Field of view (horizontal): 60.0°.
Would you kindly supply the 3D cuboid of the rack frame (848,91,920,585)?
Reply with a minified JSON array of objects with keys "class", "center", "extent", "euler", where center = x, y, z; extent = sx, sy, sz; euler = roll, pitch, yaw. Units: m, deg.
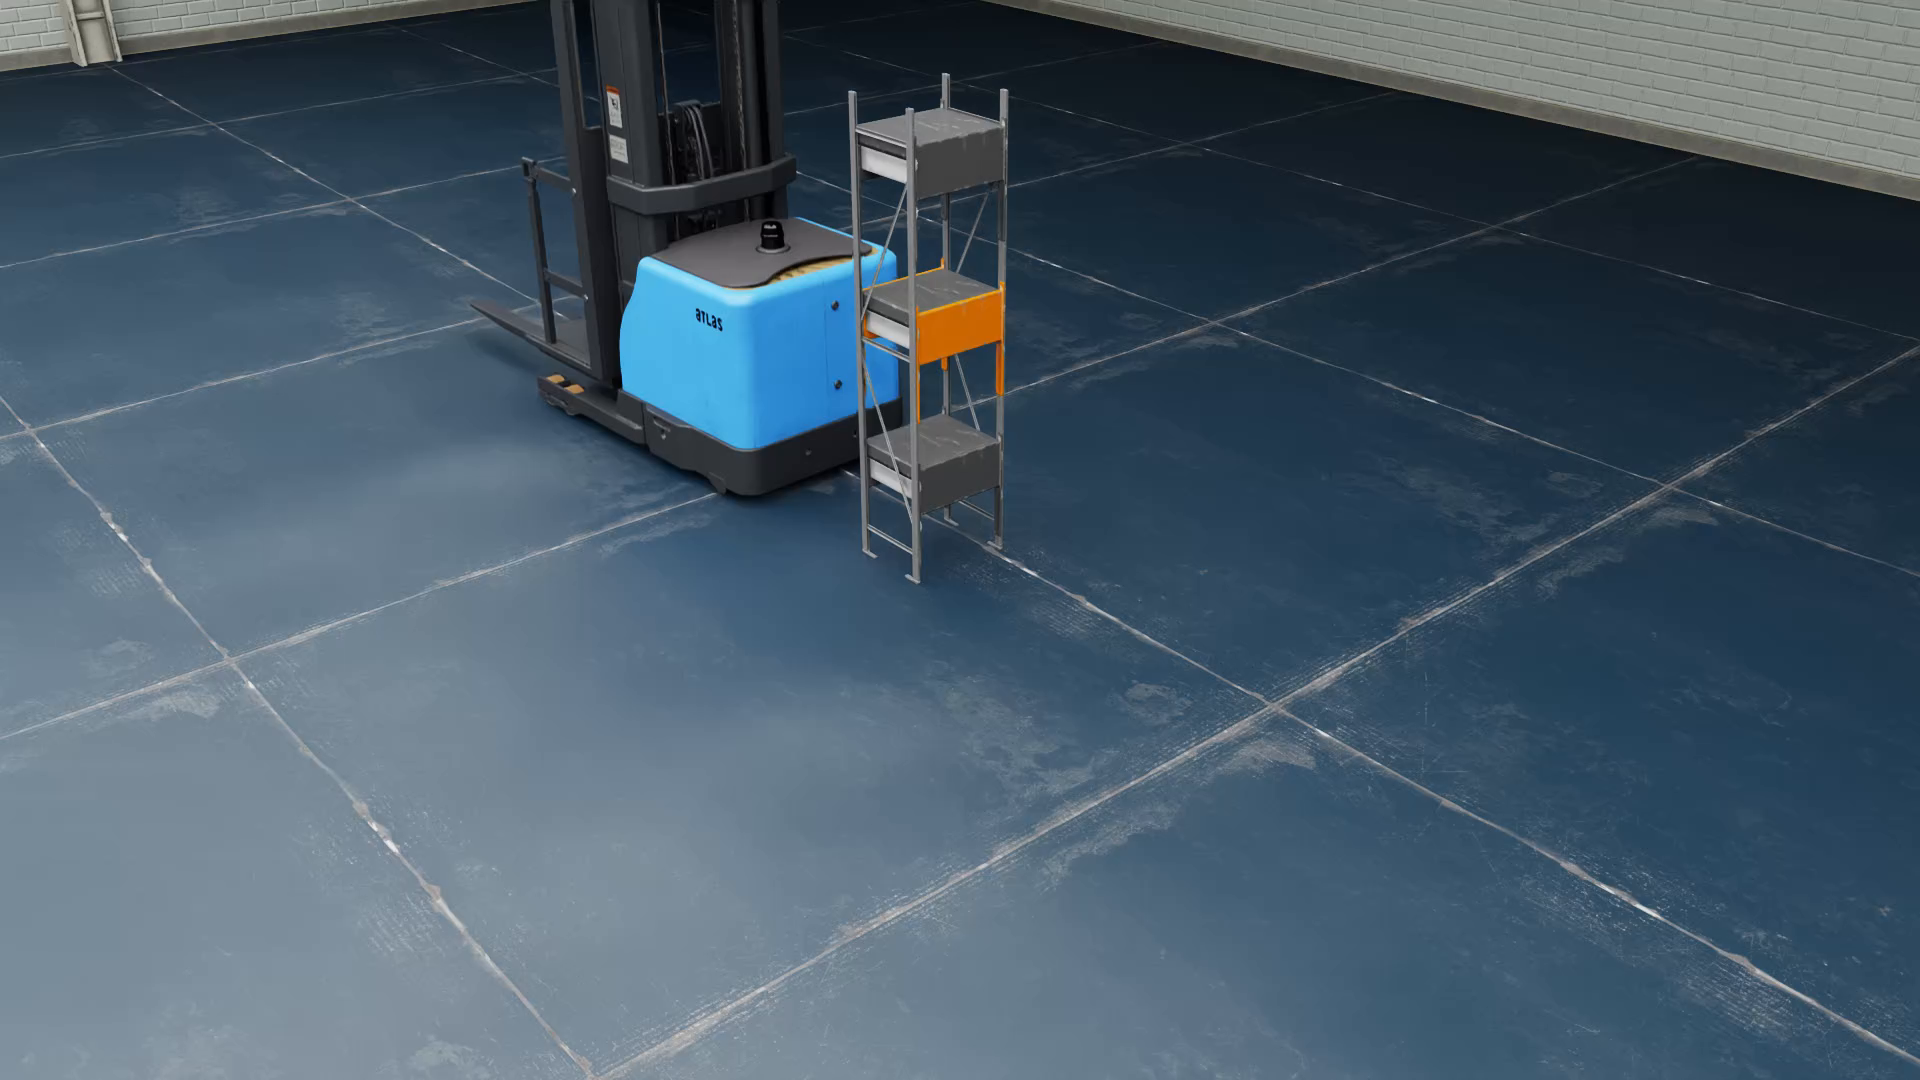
[{"class":"rack frame","center":[-0.312,-0.801,7.021],"extent":[0.015,2.100,0.400],"euler":[-22,35,-35]}]

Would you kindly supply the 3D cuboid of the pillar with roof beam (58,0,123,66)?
[{"class":"pillar with roof beam","center":[-5.920,-7.266,11.800],"extent":[0.400,9.000,9.100],"euler":[-22,35,-35]}]

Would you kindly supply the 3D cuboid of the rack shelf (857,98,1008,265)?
[{"class":"rack shelf","center":[-0.126,-1.481,6.837],"extent":[0.480,0.518,0.431],"euler":[-22,35,-35]}]

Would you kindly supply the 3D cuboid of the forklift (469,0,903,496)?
[{"class":"forklift","center":[-1.666,-2.111,8.590],"extent":[1.130,2.935,3.031],"euler":[-24,36,-37]}]

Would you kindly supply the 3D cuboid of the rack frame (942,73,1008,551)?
[{"class":"rack frame","center":[0.060,-0.950,7.300],"extent":[0.015,2.100,0.400],"euler":[-22,35,-35]}]

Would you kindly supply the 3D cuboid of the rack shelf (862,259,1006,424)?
[{"class":"rack shelf","center":[-0.126,-0.863,7.167],"extent":[0.480,0.518,0.431],"euler":[-22,35,-35]}]

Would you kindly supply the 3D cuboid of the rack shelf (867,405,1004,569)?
[{"class":"rack shelf","center":[-0.126,-0.246,7.497],"extent":[0.480,0.518,0.431],"euler":[-22,35,-35]}]

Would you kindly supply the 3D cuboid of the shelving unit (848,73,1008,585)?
[{"class":"shelving unit","center":[-0.126,-0.875,7.160],"extent":[0.503,2.100,0.431],"euler":[-22,35,-35]}]
